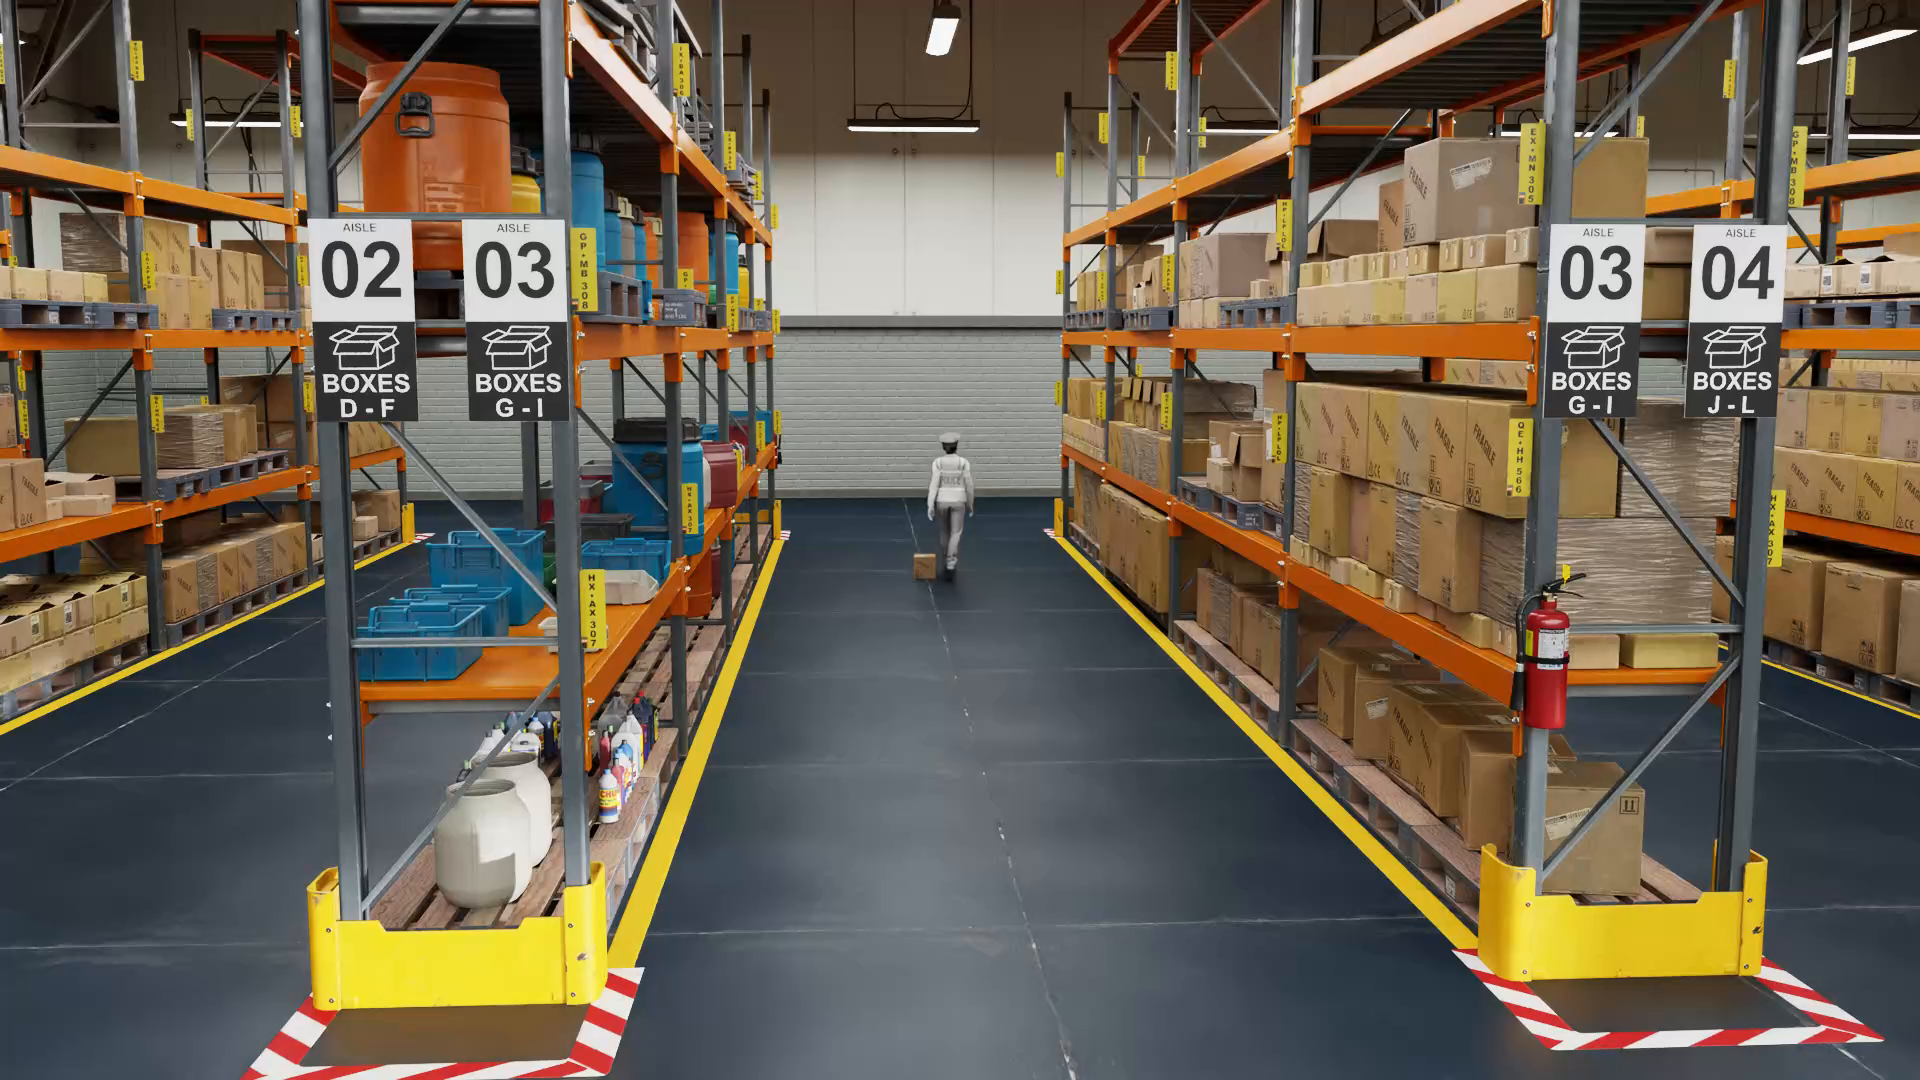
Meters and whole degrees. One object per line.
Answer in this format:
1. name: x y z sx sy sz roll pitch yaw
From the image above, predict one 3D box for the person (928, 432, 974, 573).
1. person: -0.097 -0.430 19.190 0.515 1.629 1.057 1 7 7
